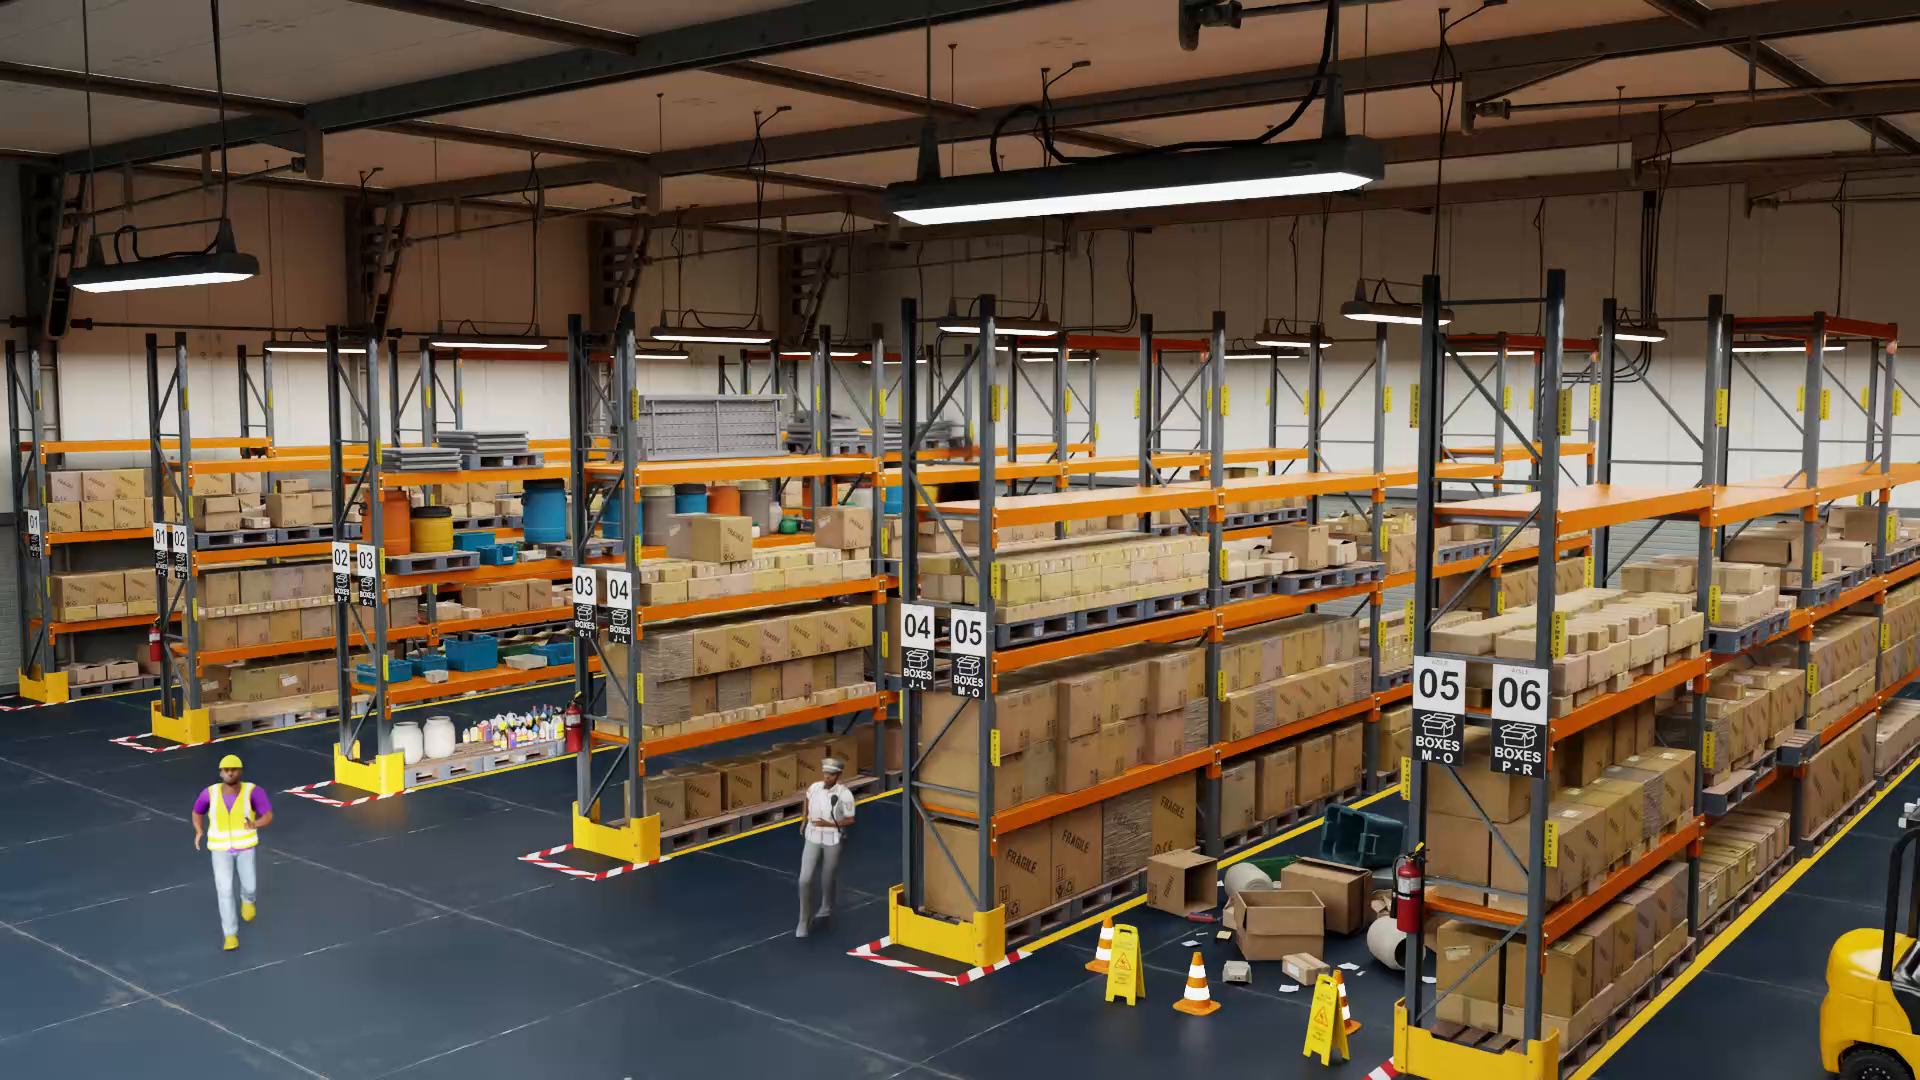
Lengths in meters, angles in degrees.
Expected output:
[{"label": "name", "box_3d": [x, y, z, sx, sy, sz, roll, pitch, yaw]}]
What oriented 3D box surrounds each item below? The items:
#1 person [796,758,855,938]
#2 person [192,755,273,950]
[{"label": "person", "box_3d": [-1.263, 2.923, 15.944, 0.568, 1.752, 0.683, 1, 5, 9]}, {"label": "person", "box_3d": [-6.824, 2.883, 15.616, 0.713, 1.747, 0.933, -2, 6, -21]}]
